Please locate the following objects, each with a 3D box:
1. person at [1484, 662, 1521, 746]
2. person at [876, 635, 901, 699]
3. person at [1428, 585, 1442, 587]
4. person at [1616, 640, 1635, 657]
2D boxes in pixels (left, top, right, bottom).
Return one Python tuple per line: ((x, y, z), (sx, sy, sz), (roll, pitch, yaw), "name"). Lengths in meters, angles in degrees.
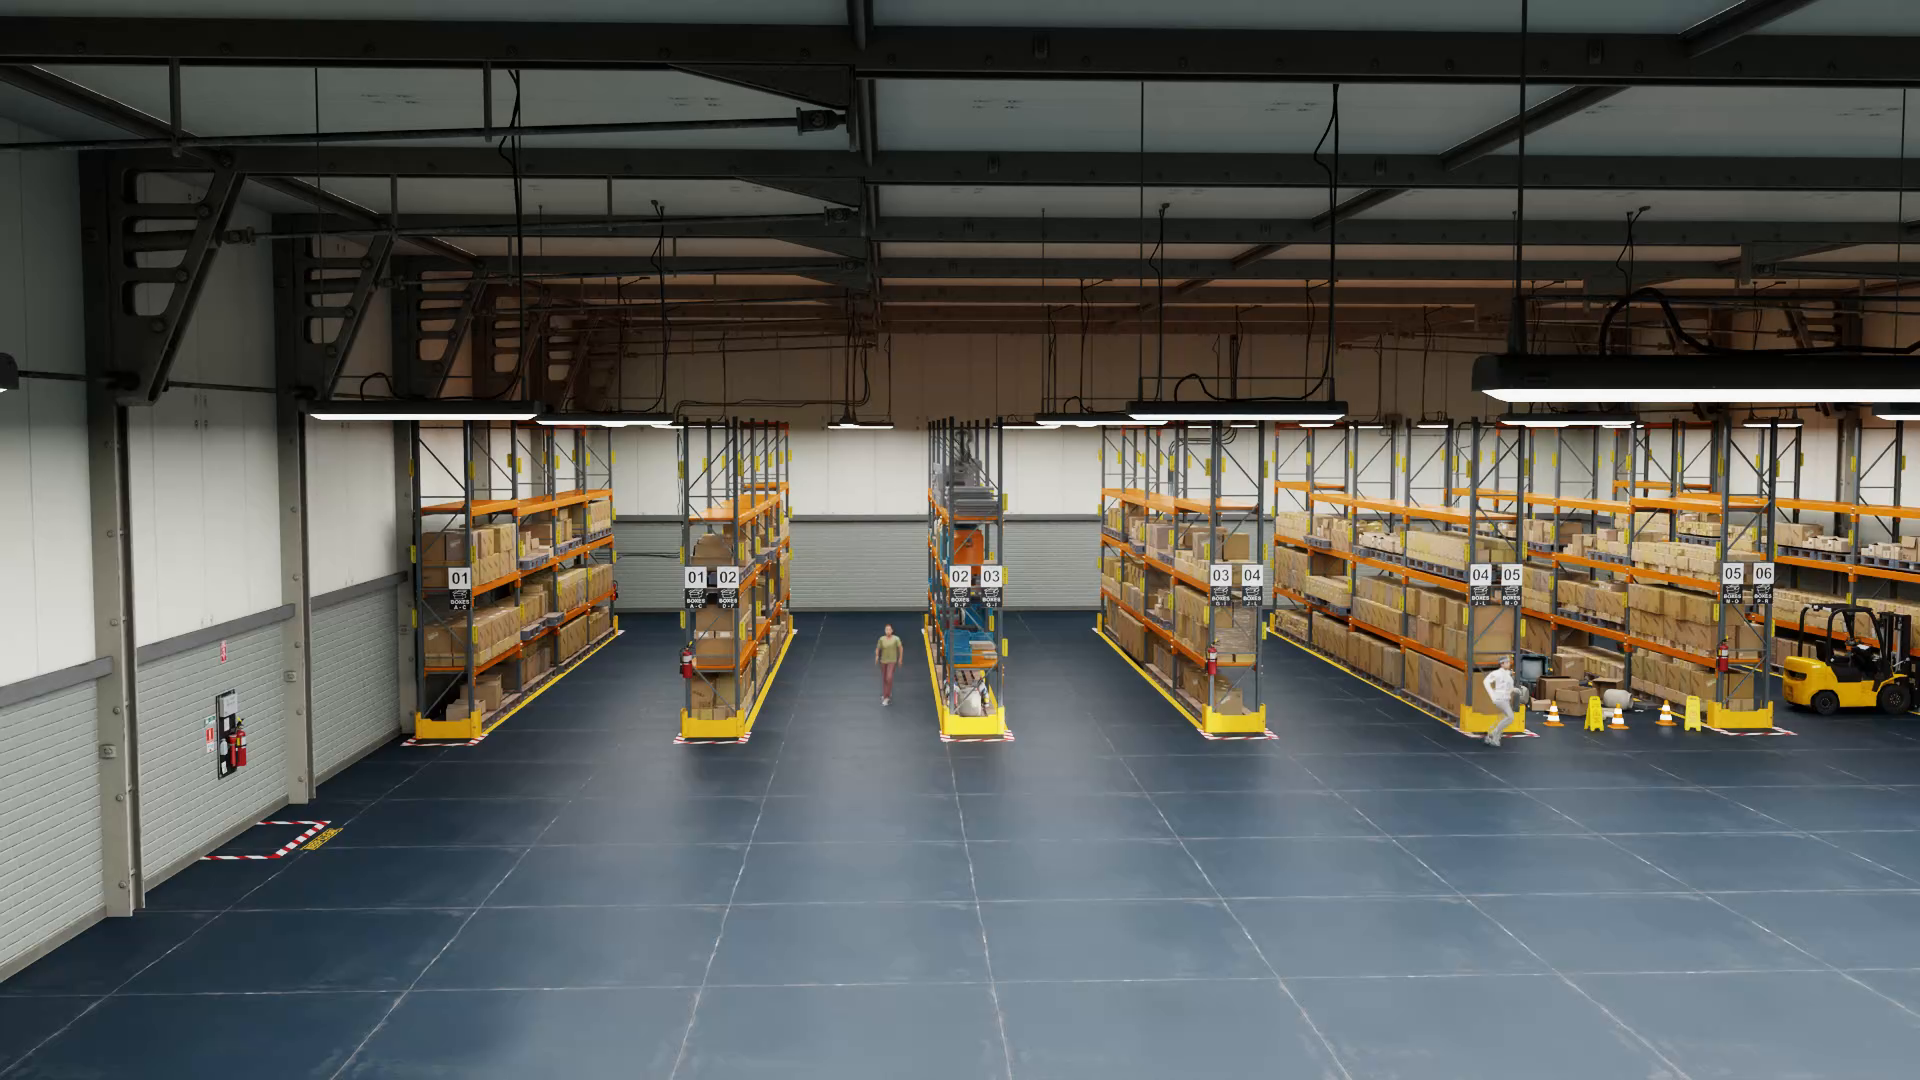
((9.876, 2.928, 30.242), (0.657, 1.615, 0.619), (3, 5, 43), "person")
((-1.492, 2.648, 34.933), (0.505, 1.315, 0.701), (1, 4, 15), "person")
((14.622, 1.555, 51.193), (0.484, 1.539, 0.588), (-1, 4, -22), "person")
((16.453, 2.166, 40.961), (0.606, 1.830, 0.665), (0, 4, 1), "person")
